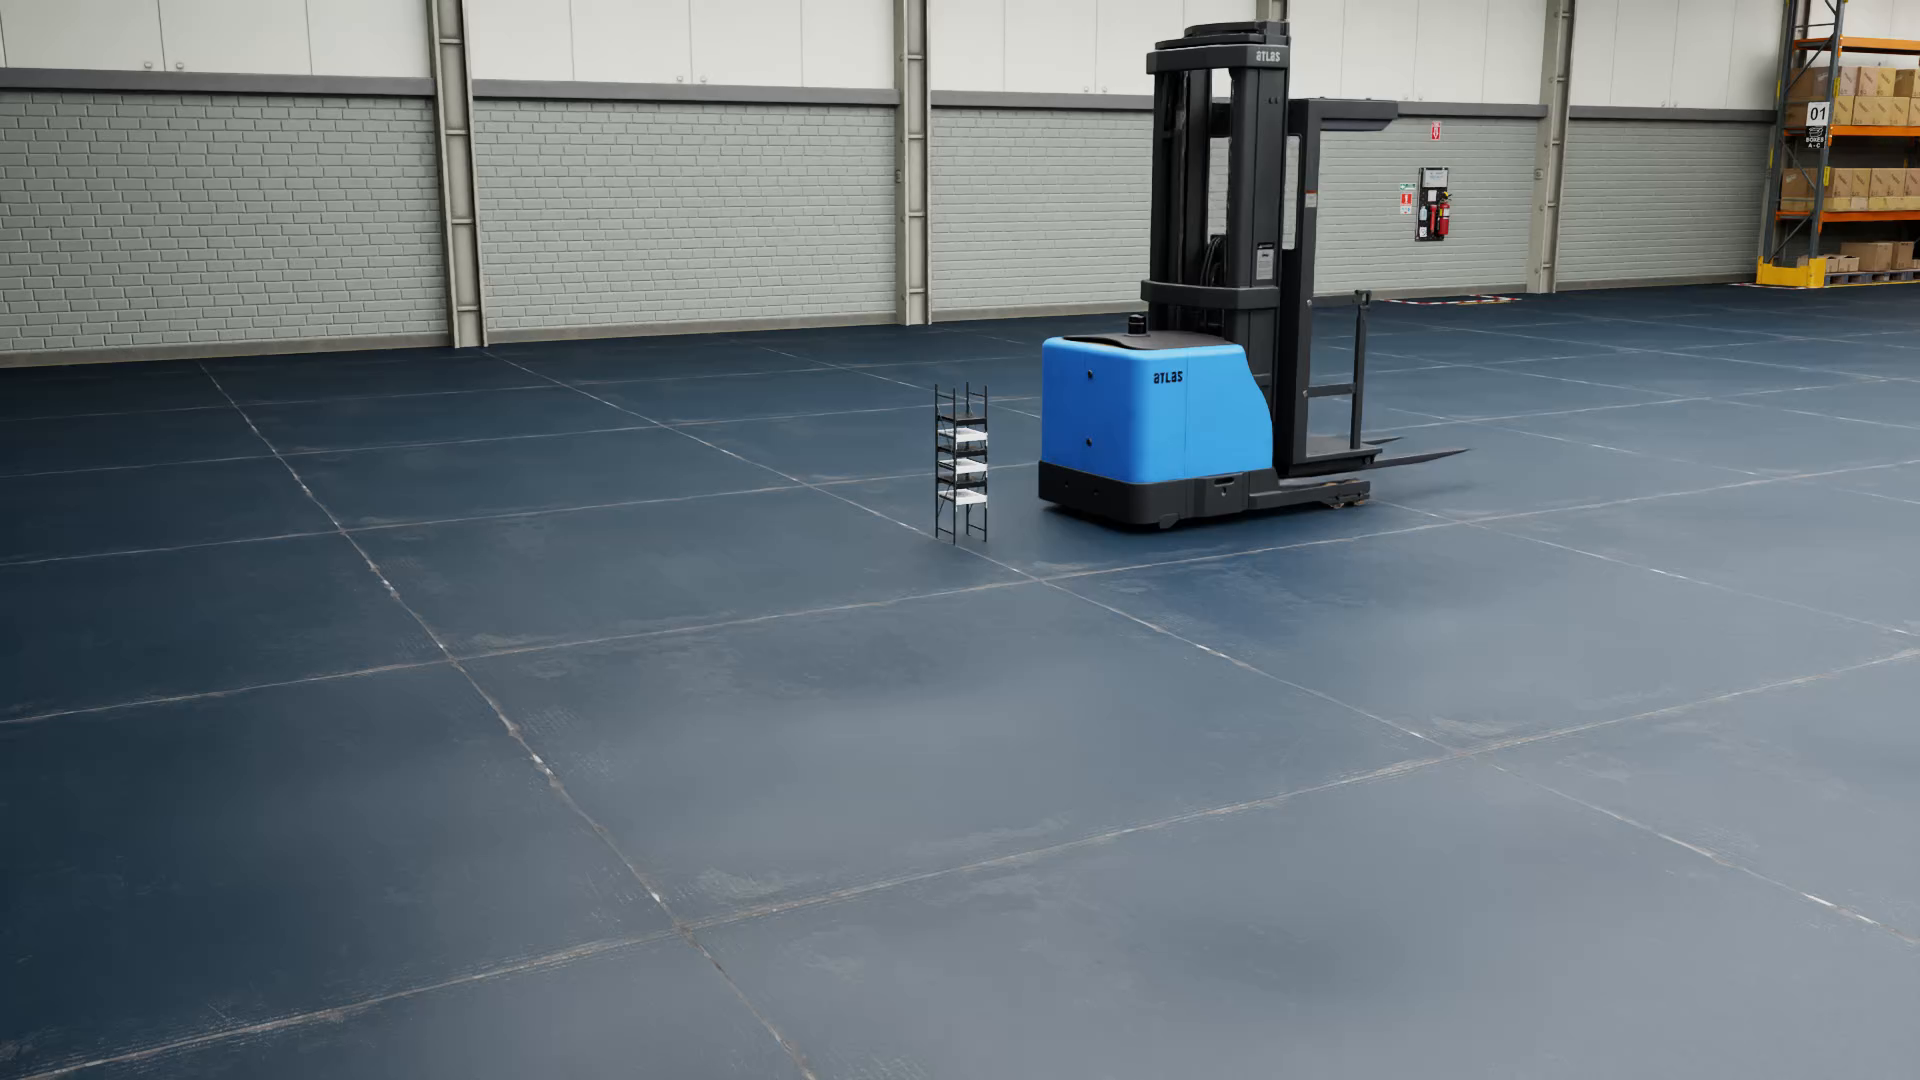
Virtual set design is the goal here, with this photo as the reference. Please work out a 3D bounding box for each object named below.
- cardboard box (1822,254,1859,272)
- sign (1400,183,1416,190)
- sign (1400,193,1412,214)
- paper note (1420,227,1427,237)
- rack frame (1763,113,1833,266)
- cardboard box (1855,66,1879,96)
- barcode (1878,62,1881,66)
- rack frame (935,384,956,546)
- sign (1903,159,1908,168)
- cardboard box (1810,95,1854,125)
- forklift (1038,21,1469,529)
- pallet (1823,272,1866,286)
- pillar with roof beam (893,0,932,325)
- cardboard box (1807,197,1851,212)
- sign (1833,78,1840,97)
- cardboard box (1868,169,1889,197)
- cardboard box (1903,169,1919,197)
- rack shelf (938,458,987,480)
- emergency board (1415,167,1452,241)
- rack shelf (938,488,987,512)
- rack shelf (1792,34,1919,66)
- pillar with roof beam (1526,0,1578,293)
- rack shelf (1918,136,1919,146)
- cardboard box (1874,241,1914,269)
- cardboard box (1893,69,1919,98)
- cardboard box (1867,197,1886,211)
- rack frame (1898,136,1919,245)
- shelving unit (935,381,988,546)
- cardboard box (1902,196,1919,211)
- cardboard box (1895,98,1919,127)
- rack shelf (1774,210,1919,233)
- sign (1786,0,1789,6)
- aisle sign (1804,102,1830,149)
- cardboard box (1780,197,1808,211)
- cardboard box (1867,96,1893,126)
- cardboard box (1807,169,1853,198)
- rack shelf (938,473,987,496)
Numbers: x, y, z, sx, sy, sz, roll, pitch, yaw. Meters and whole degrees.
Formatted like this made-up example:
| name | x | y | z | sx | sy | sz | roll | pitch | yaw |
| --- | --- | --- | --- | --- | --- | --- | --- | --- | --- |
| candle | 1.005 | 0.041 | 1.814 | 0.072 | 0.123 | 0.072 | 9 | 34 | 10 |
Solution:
| name | x | y | z | sx | sy | sz | roll | pitch | yaw |
| --- | --- | --- | --- | --- | --- | --- | --- | --- | --- |
| cardboard box | 16.117 | -5.097 | 30.546 | 0.500 | 0.311 | 0.500 | -6 | 14 | -23 |
| sign | 7.186 | -5.671 | 26.690 | 0.331 | 0.109 | 0.001 | -7 | 14 | -28 |
| sign | 7.178 | -5.414 | 26.753 | 0.234 | 0.329 | 0.001 | -7 | 14 | -28 |
| paper note | 7.524 | -5.000 | 27.000 | 0.142 | 0.148 | 0.016 | -7 | 14 | -28 |
| rack frame | 14.967 | -6.078 | 29.787 | 0.127 | 3.000 | 1.000 | -7 | 14 | -28 |
| cardboard box | 15.886 | -8.125 | 29.498 | 0.500 | 0.500 | 0.500 | -7 | 14 | -29 |
| barcode | 17.051 | -8.826 | 30.837 | 0.075 | 0.075 | 0.001 | -7 | 14 | -28 |
| rack frame | -0.082 | -0.429 | 9.467 | 0.006 | 0.900 | 0.240 | -7 | 14 | -28 |
| sign | 18.208 | -7.171 | 32.003 | 0.005 | 0.325 | 0.100 | -7 | 14 | -28 |
| cardboard box | 15.380 | -7.587 | 29.386 | 0.500 | 0.500 | 0.500 | -6 | 14 | -26 |
| forklift | 2.014 | -1.716 | 10.556 | 3.031 | 2.935 | 1.130 | -8 | 15 | -31 |
| pallet | 15.763 | -4.805 | 30.478 | 1.213 | 0.211 | 1.003 | -7 | 14 | -28 |
| pillar with roof beam | 1.430 | -6.522 | 18.095 | 0.400 | 9.000 | 9.100 | -7 | 14 | -28 |
| cardboard box | 15.547 | -6.005 | 29.757 | 0.500 | 0.250 | 0.500 | -7 | 15 | -29 |
| sign | 15.227 | -7.864 | 28.897 | 0.005 | 0.325 | 0.100 | -7 | 14 | -28 |
| cardboard box | 16.425 | -6.476 | 30.143 | 0.500 | 0.500 | 0.500 | -7 | 15 | -30 |
| cardboard box | 17.328 | -6.588 | 30.638 | 0.500 | 0.500 | 0.500 | -7 | 15 | -29 |
| rack shelf | 0.007 | -0.407 | 9.521 | 0.200 | 0.077 | 0.258 | -7 | 14 | -28 |
| emergency board | 7.713 | -5.435 | 26.927 | 0.643 | 1.169 | 0.194 | -7 | 14 | -28 |
| rack shelf | 0.007 | -0.232 | 9.561 | 0.200 | 0.077 | 0.258 | -7 | 14 | -28 |
| rack shelf | 16.722 | -8.863 | 30.142 | 4.000 | 0.370 | 1.077 | -7 | 14 | -28 |
| pillar with roof beam | 11.963 | -7.785 | 23.705 | 0.400 | 9.000 | 9.100 | -7 | 14 | -28 |
| rack shelf | 20.233 | -7.822 | 32.341 | 4.000 | 0.370 | 1.077 | -7 | 14 | -28 |
| cardboard box | 17.586 | -5.378 | 31.363 | 0.500 | 0.500 | 0.500 | -8 | 15 | -32 |
| cardboard box | 17.238 | -8.287 | 30.220 | 0.500 | 0.500 | 0.500 | -7 | 15 | -30 |
| cardboard box | 16.446 | -6.115 | 30.245 | 0.500 | 0.250 | 0.500 | -7 | 15 | -29 |
| rack frame | 18.478 | -6.499 | 31.656 | 0.127 | 3.000 | 1.000 | -7 | 14 | -28 |
| shelving unit | 0.007 | -0.440 | 9.514 | 0.210 | 0.900 | 0.258 | -7 | 14 | -28 |
| cardboard box | 17.332 | -6.221 | 30.716 | 0.500 | 0.250 | 0.500 | -7 | 14 | -28 |
| cardboard box | 17.234 | -7.804 | 30.349 | 0.500 | 0.500 | 0.500 | -7 | 15 | -30 |
| rack shelf | 16.722 | -5.938 | 30.801 | 4.000 | 0.370 | 1.077 | -7 | 14 | -28 |
| sign | 14.719 | -9.647 | 29.493 | 0.005 | 0.325 | 0.100 | -7 | 14 | -28 |
| aisle sign | 15.047 | -7.281 | 29.211 | 0.004 | 0.787 | 0.394 | -7 | 14 | -28 |
| cardboard box | 15.284 | -6.102 | 30.185 | 0.500 | 0.250 | 0.500 | -7 | 14 | -27 |
| cardboard box | 16.322 | -7.692 | 29.853 | 0.500 | 0.500 | 0.500 | -6 | 14 | -25 |
| cardboard box | 15.530 | -6.373 | 29.684 | 0.500 | 0.500 | 0.500 | -7 | 14 | -28 |
| rack shelf | 0.007 | -0.320 | 9.541 | 0.200 | 0.077 | 0.258 | -7 | 14 | -28 |
